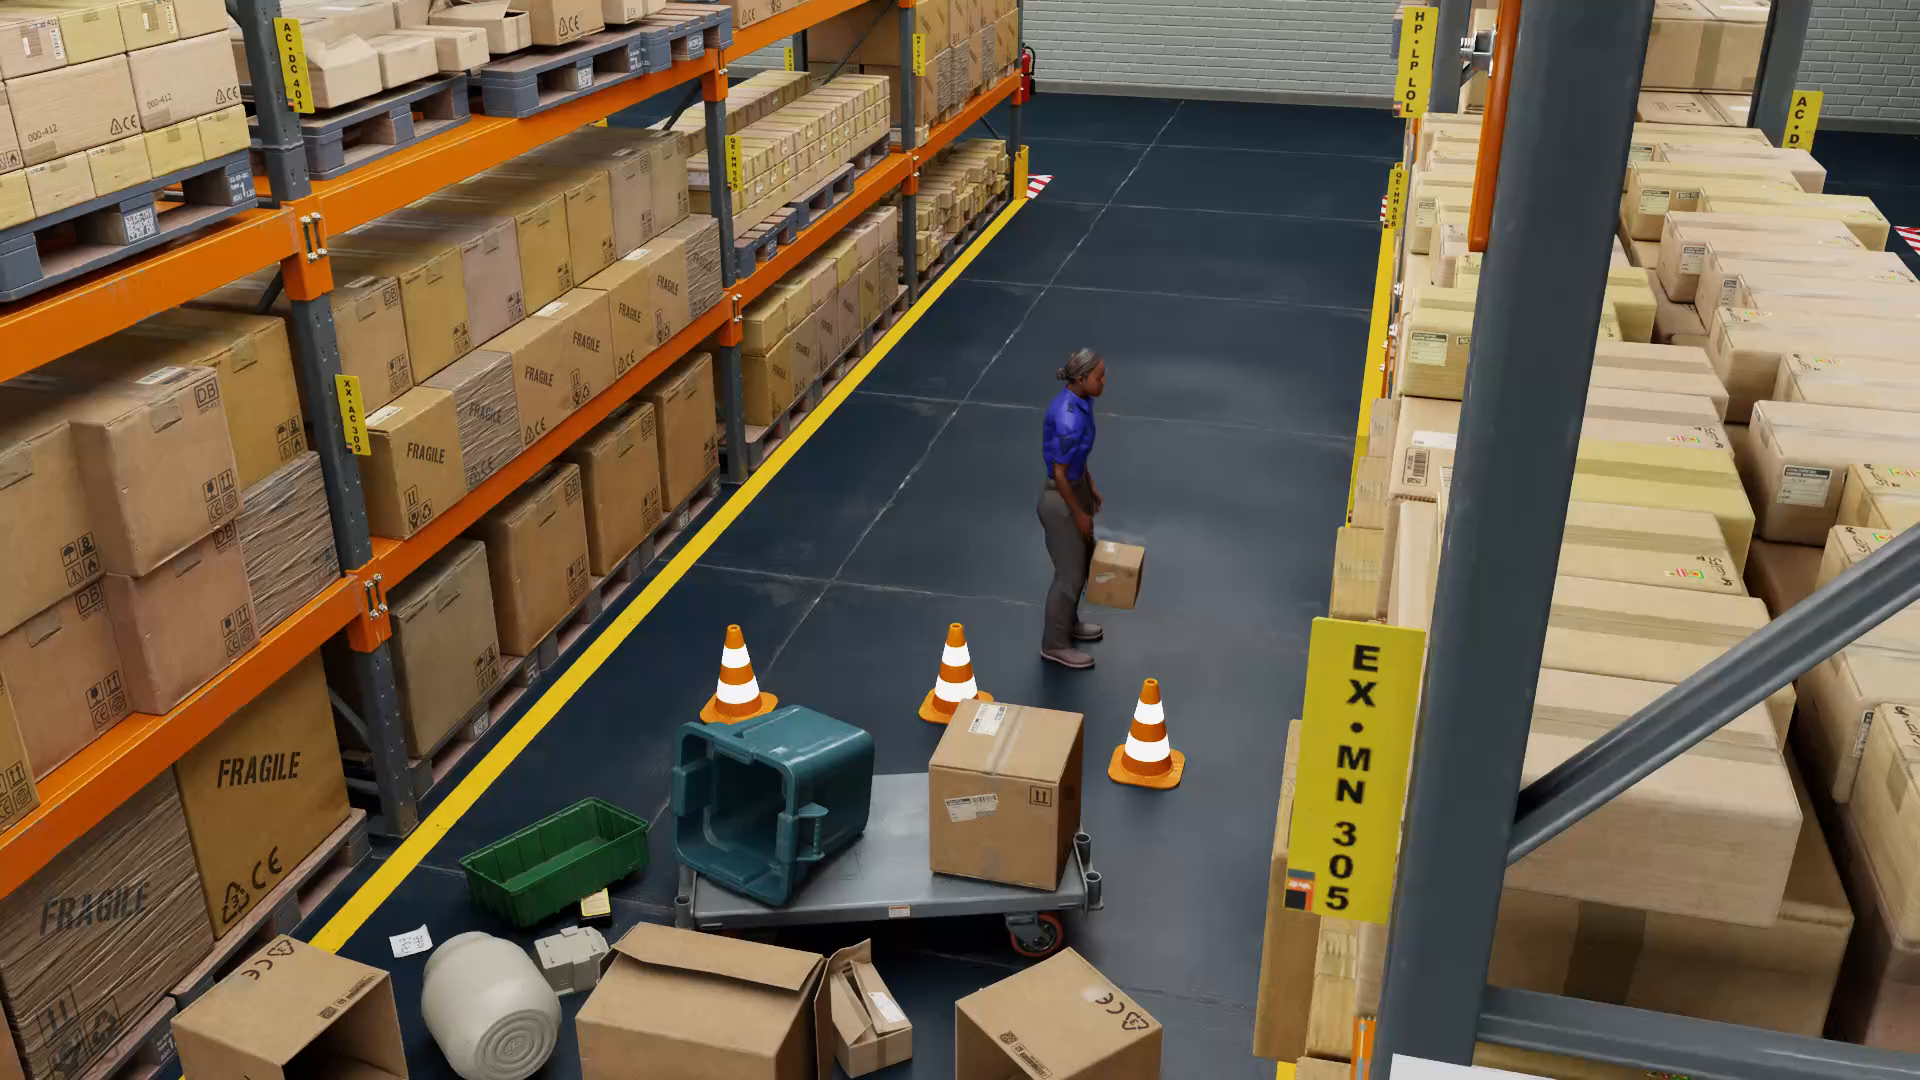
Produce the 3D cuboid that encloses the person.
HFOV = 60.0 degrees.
[{"bbox_3d":[0.575,-0.180,8.504,0.345,1.644,0.495,6,26,12],"label":"person"}]
